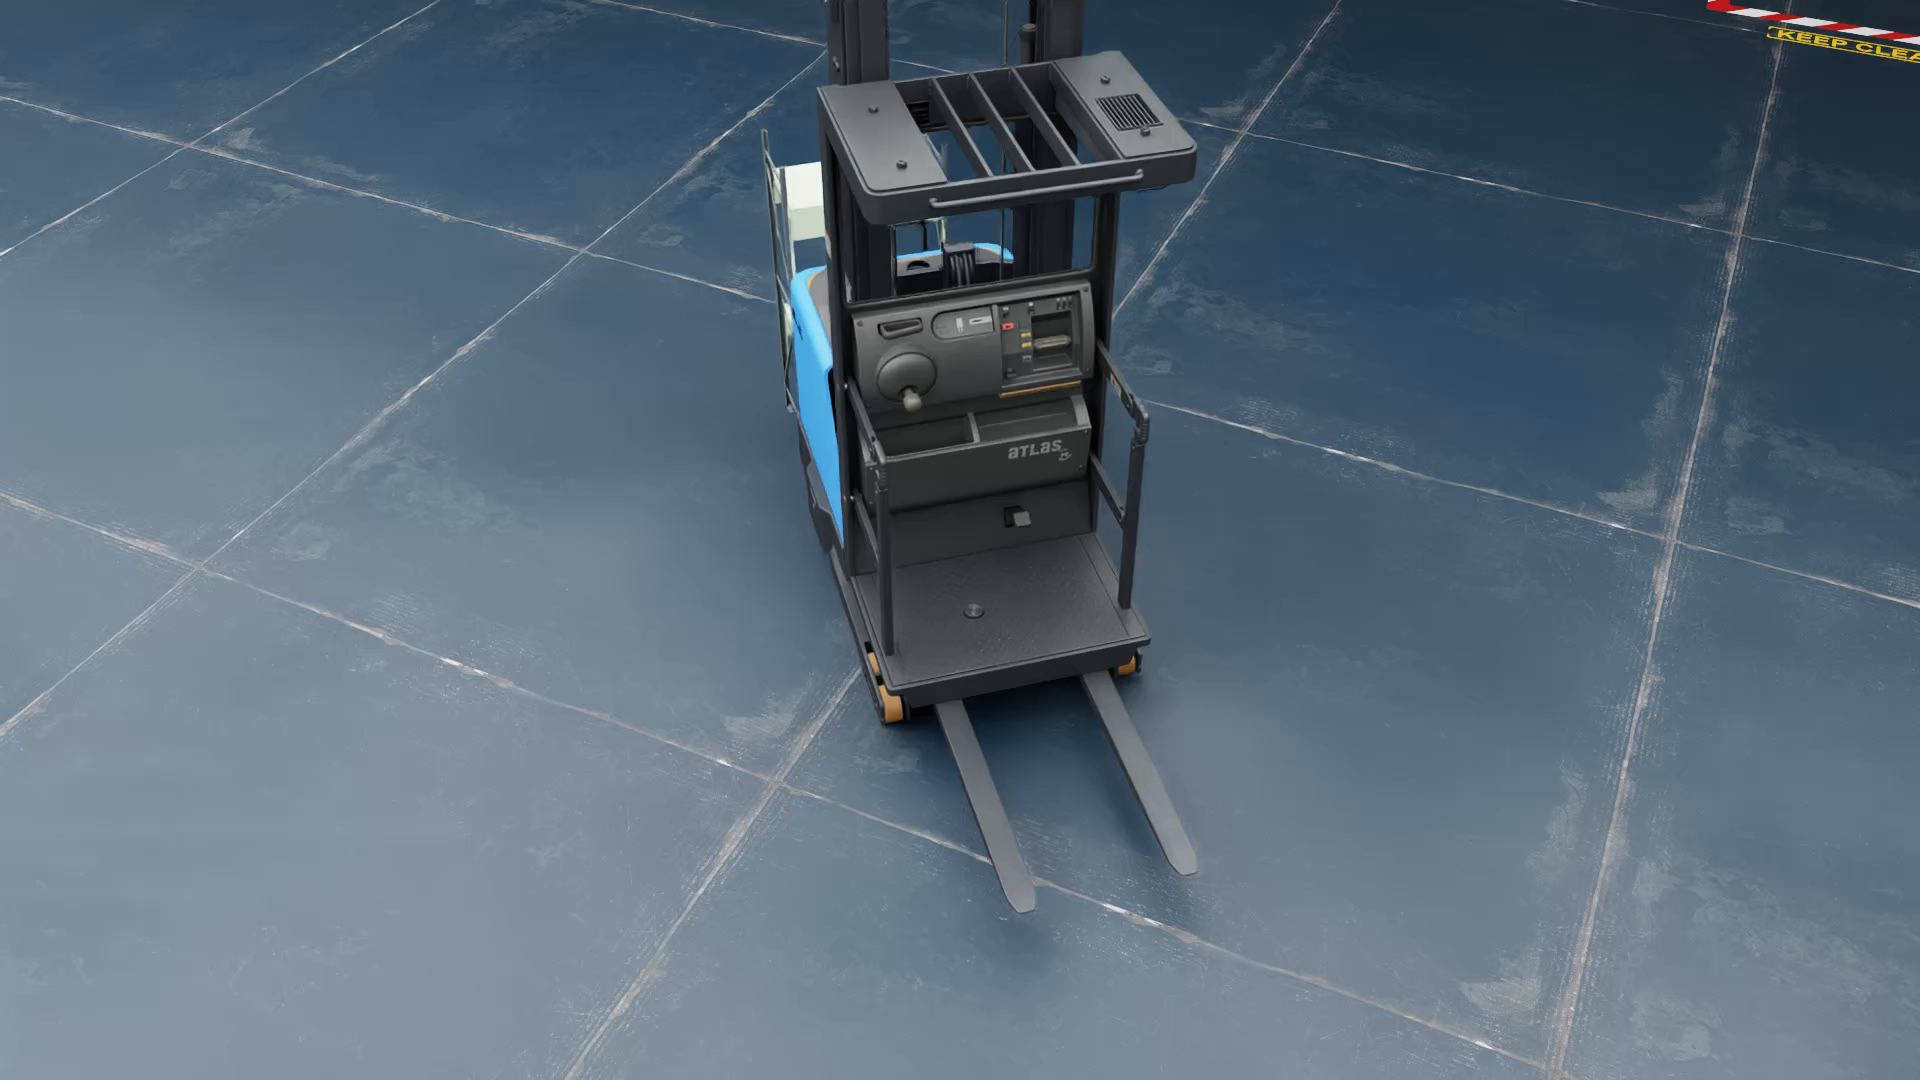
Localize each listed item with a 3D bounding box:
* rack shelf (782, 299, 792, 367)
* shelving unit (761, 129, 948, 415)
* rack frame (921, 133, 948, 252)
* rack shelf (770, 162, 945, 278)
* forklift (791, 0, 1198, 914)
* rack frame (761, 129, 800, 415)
[{"bbox_3d":[-0.467,-0.966,8.093,0.720,0.370,0.431,-11,41,-13],"label":"rack shelf"},{"bbox_3d":[-0.470,-1.218,7.885,0.755,1.500,0.431,-11,41,-13],"label":"shelving unit"},{"bbox_3d":[-0.120,-1.289,7.967,0.023,1.500,0.400,-11,41,-13],"label":"rack frame"},{"bbox_3d":[-0.473,-1.519,7.637,0.720,0.370,0.431,-11,41,-13],"label":"rack shelf"},{"bbox_3d":[0.120,-0.651,6.147,1.130,2.935,3.031,-10,42,-12],"label":"forklift"},{"bbox_3d":[-0.819,-1.147,7.803,0.023,1.500,0.400,-11,41,-13],"label":"rack frame"}]
